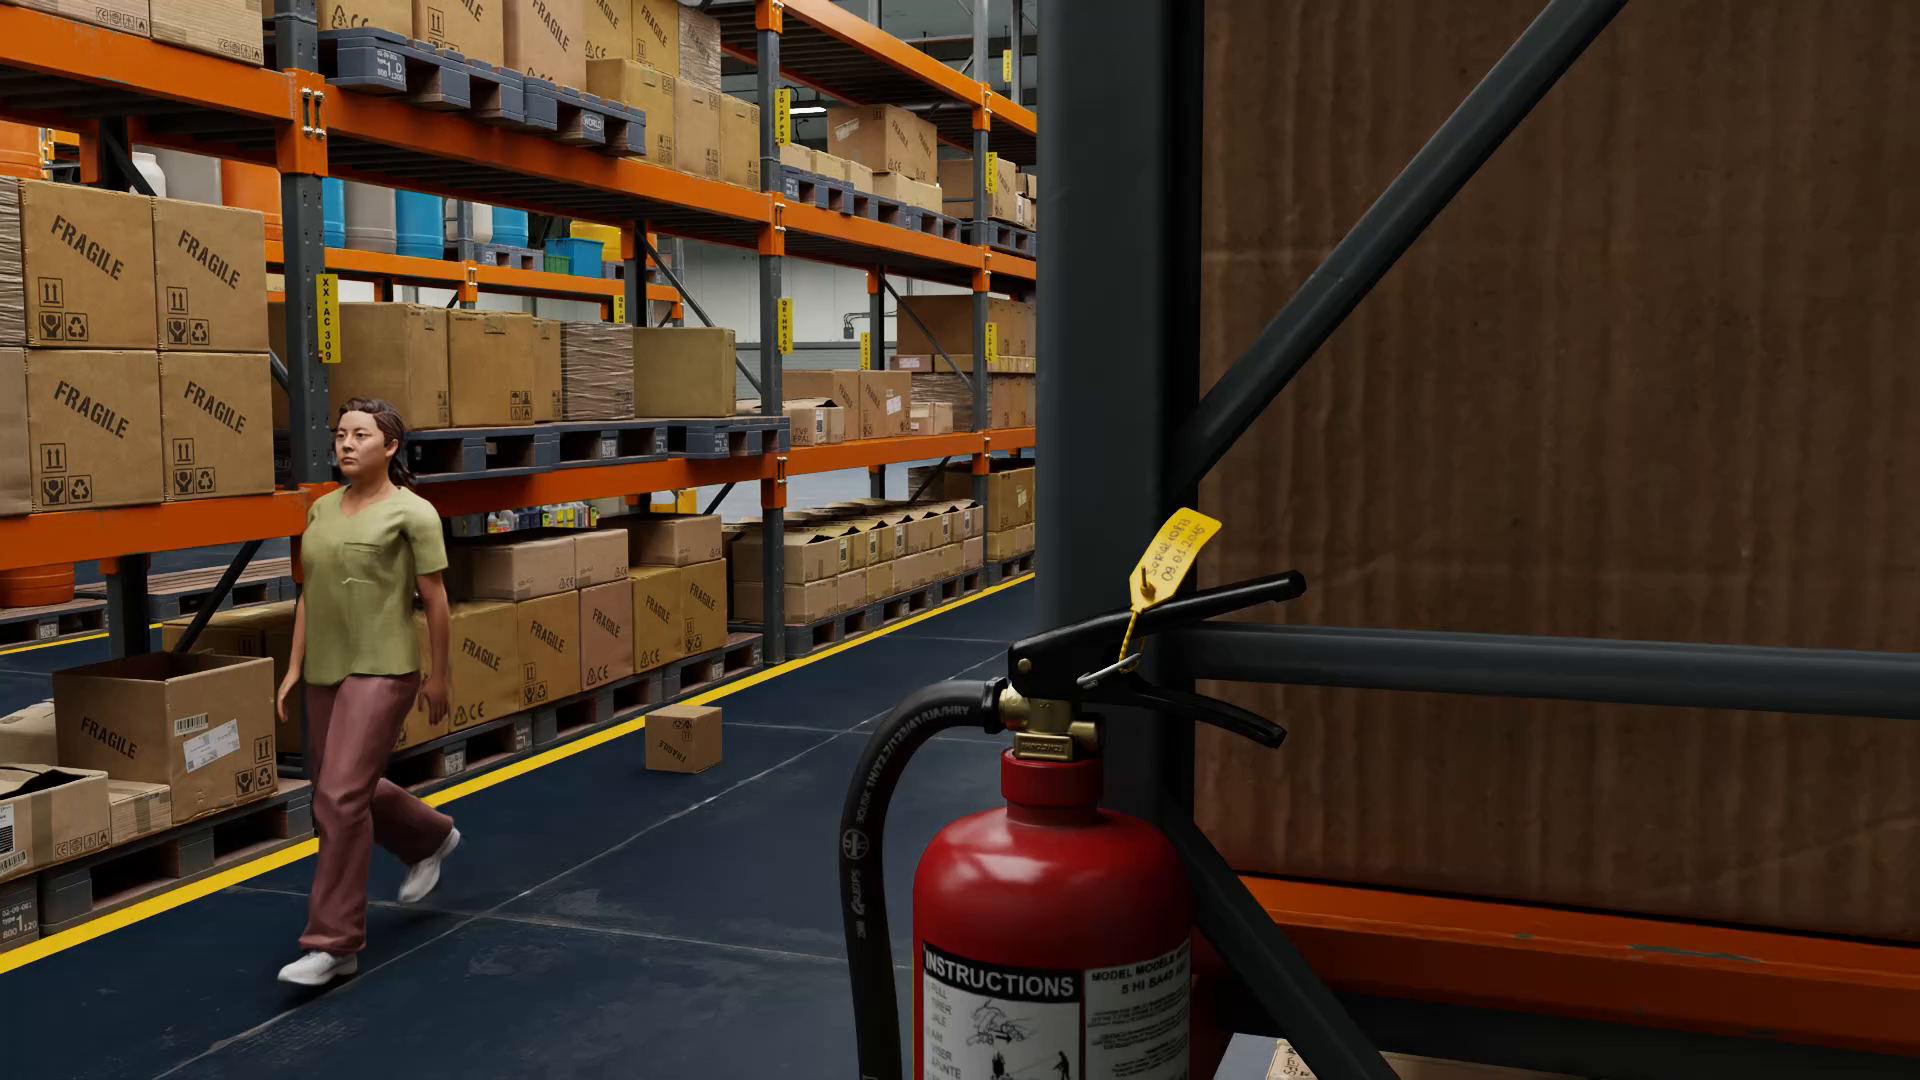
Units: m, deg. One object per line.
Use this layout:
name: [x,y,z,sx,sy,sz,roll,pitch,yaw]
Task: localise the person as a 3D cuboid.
person: [-1.740,0.399,4.885,0.437,1.633,0.920,2,6,22]
